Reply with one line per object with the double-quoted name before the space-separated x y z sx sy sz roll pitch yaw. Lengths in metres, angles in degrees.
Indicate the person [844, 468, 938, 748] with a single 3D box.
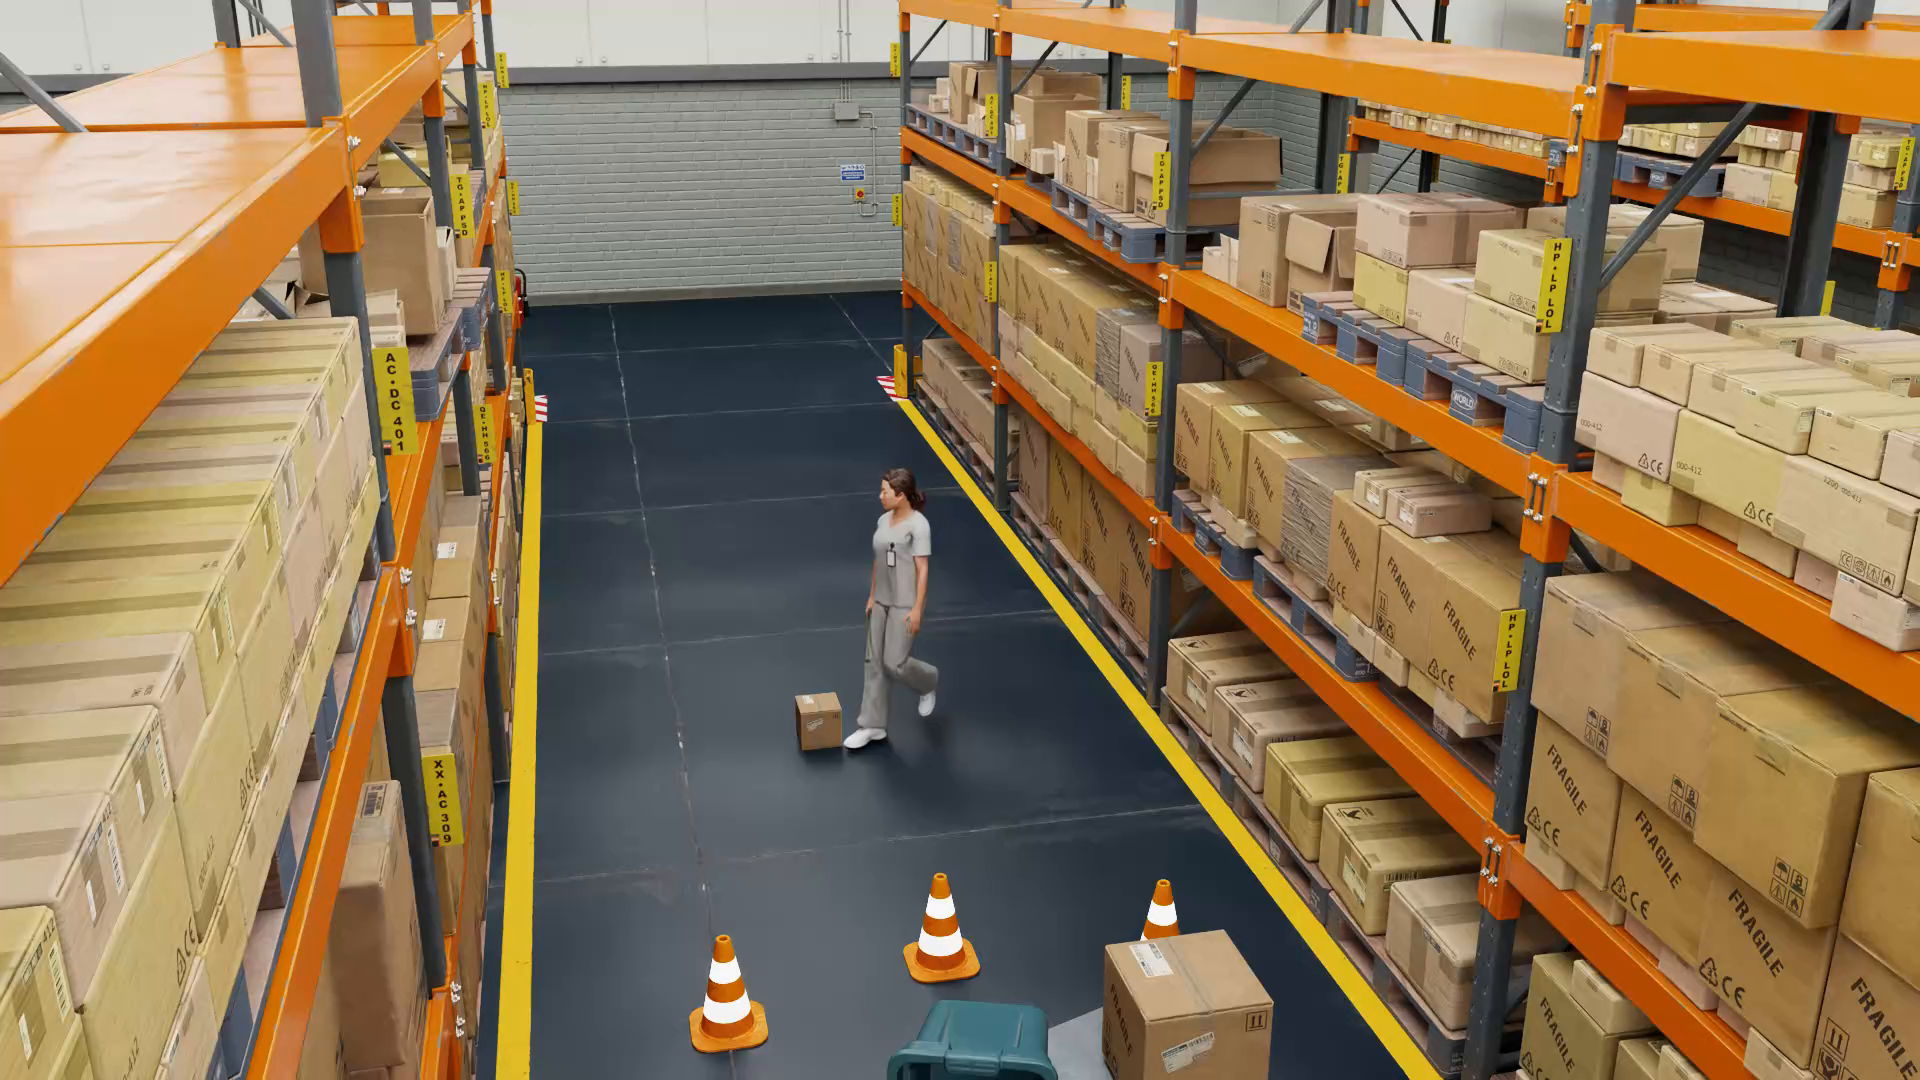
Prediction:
"person" -0.430 0.401 9.950 0.728 1.645 0.517 -17 26 -39
